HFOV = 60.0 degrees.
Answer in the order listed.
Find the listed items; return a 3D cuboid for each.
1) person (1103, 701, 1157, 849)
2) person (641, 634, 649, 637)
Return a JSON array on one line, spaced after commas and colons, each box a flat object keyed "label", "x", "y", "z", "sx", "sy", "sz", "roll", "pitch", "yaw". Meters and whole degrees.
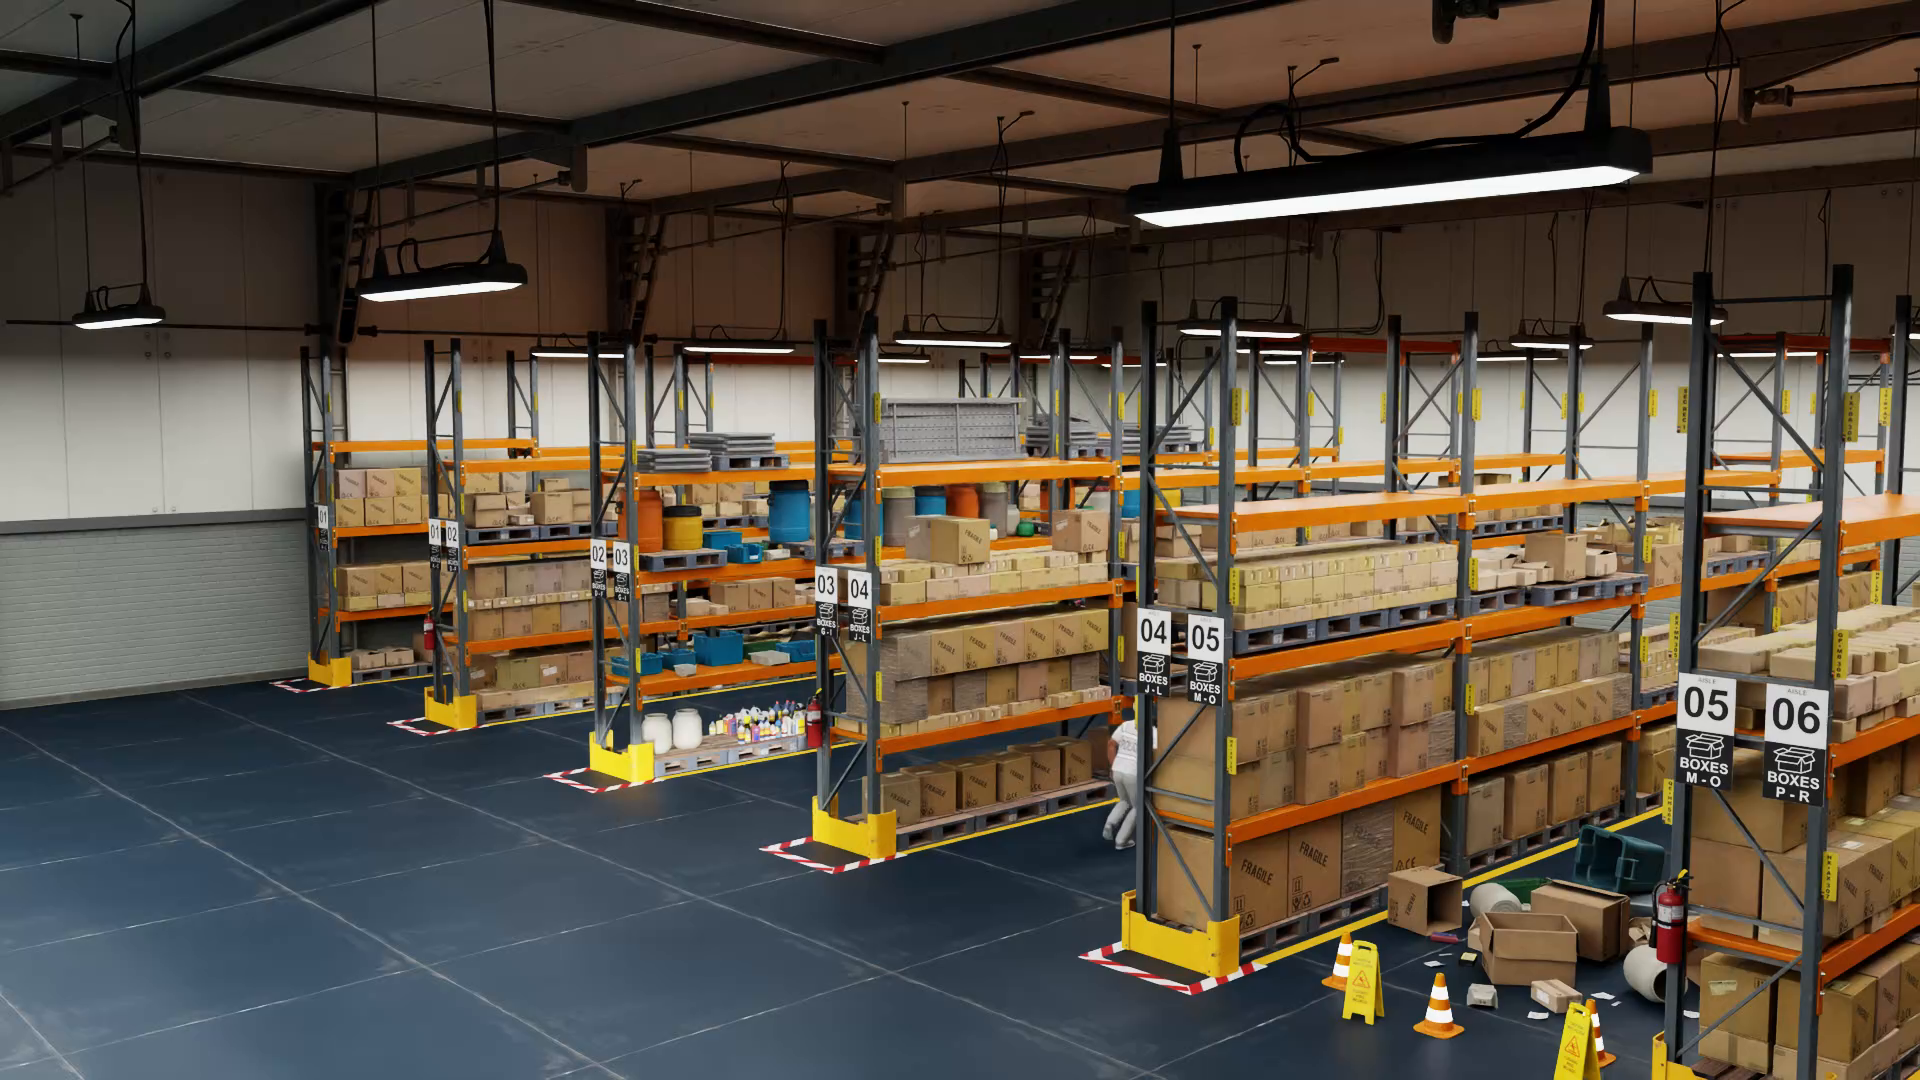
[{"label": "person", "x": 2.007, "y": 2.666, "z": 19.046, "sx": 0.782, "sy": 1.665, "sz": 0.625, "roll": -4, "pitch": 7, "yaw": -41}, {"label": "person", "x": -6.182, "y": 1.497, "z": 31.561, "sx": 0.528, "sy": 1.744, "sz": 0.566, "roll": -3, "pitch": 6, "yaw": -30}]
